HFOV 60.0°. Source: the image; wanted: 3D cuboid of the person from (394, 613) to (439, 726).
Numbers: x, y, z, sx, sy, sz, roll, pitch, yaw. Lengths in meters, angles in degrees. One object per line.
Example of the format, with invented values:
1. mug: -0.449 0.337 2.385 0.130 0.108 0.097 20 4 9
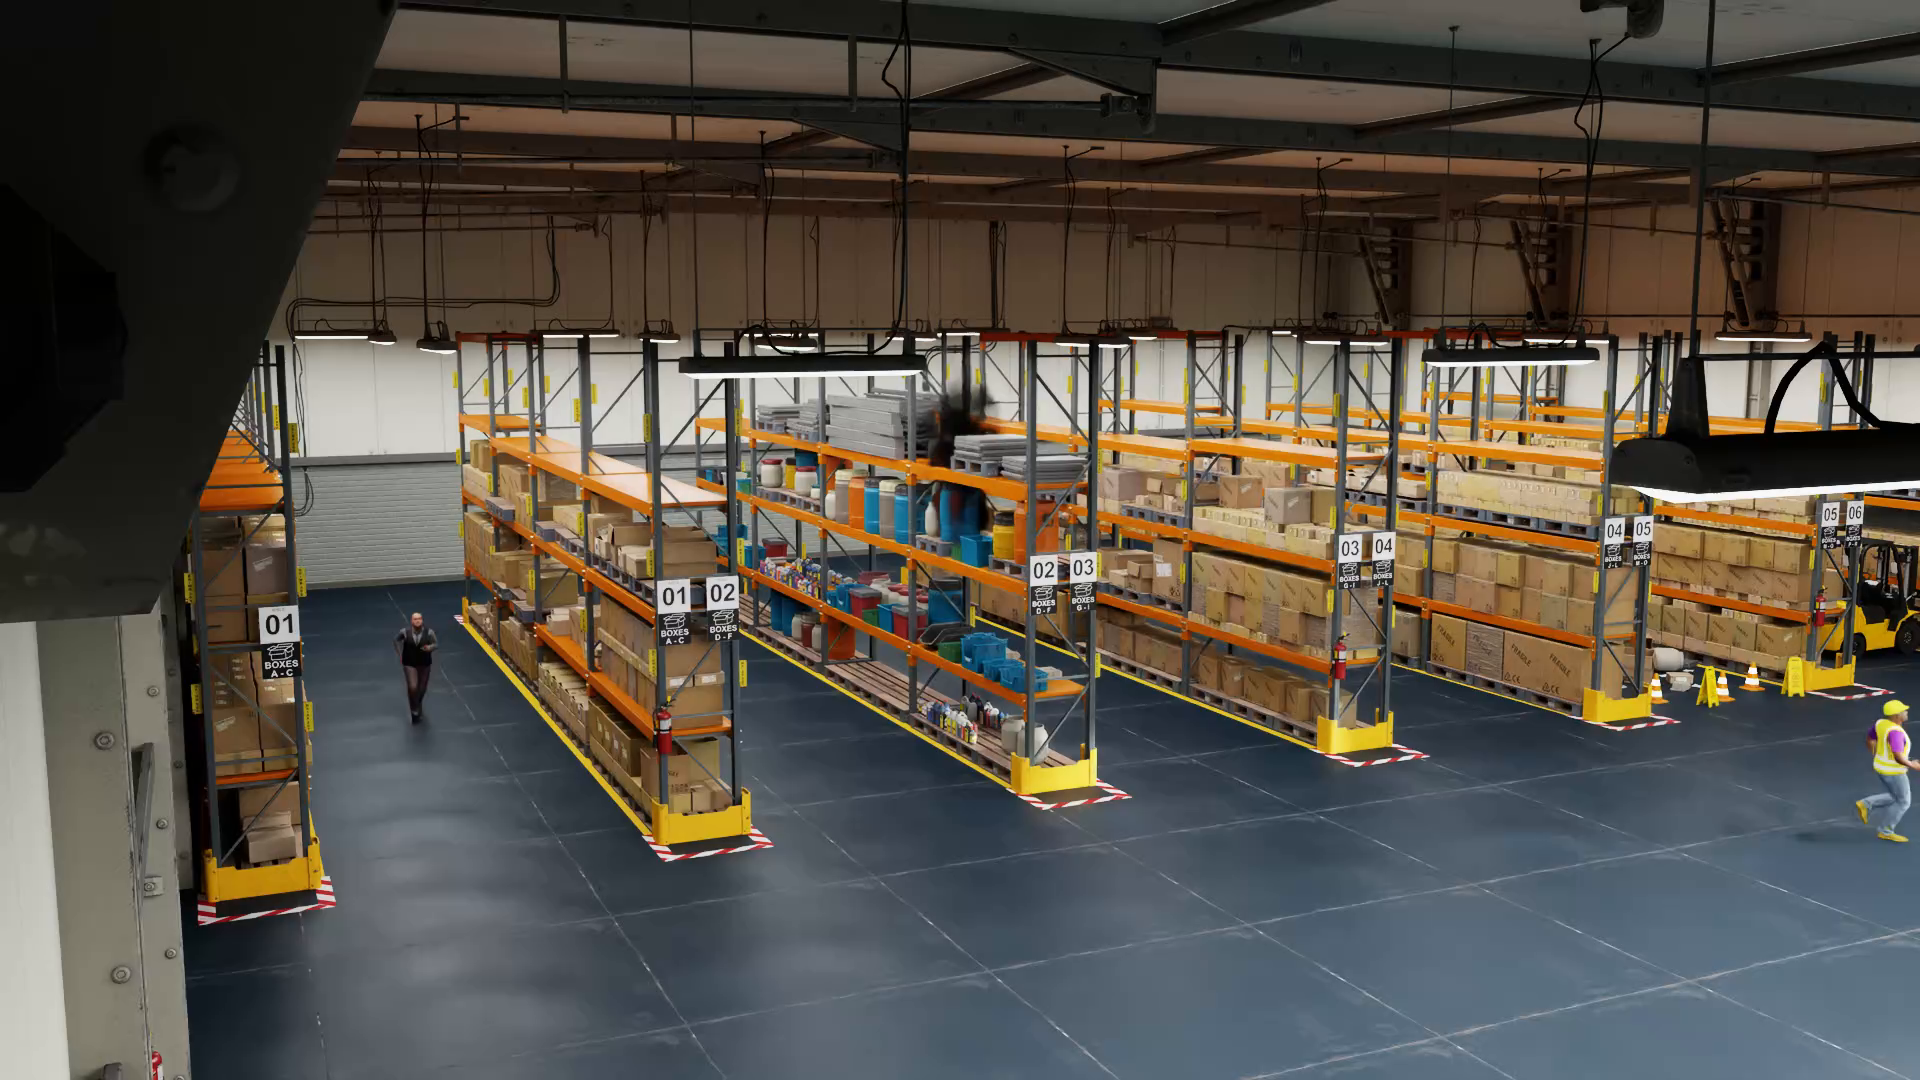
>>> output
1. person: -8.488 2.004 26.031 0.633 1.781 0.814 -4 9 -28

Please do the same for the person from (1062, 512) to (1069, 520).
1. person: 2.539 0.017 40.843 0.624 1.616 0.606 6 10 38

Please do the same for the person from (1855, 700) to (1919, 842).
1. person: 11.241 2.787 20.126 0.613 1.722 0.736 1 8 7
